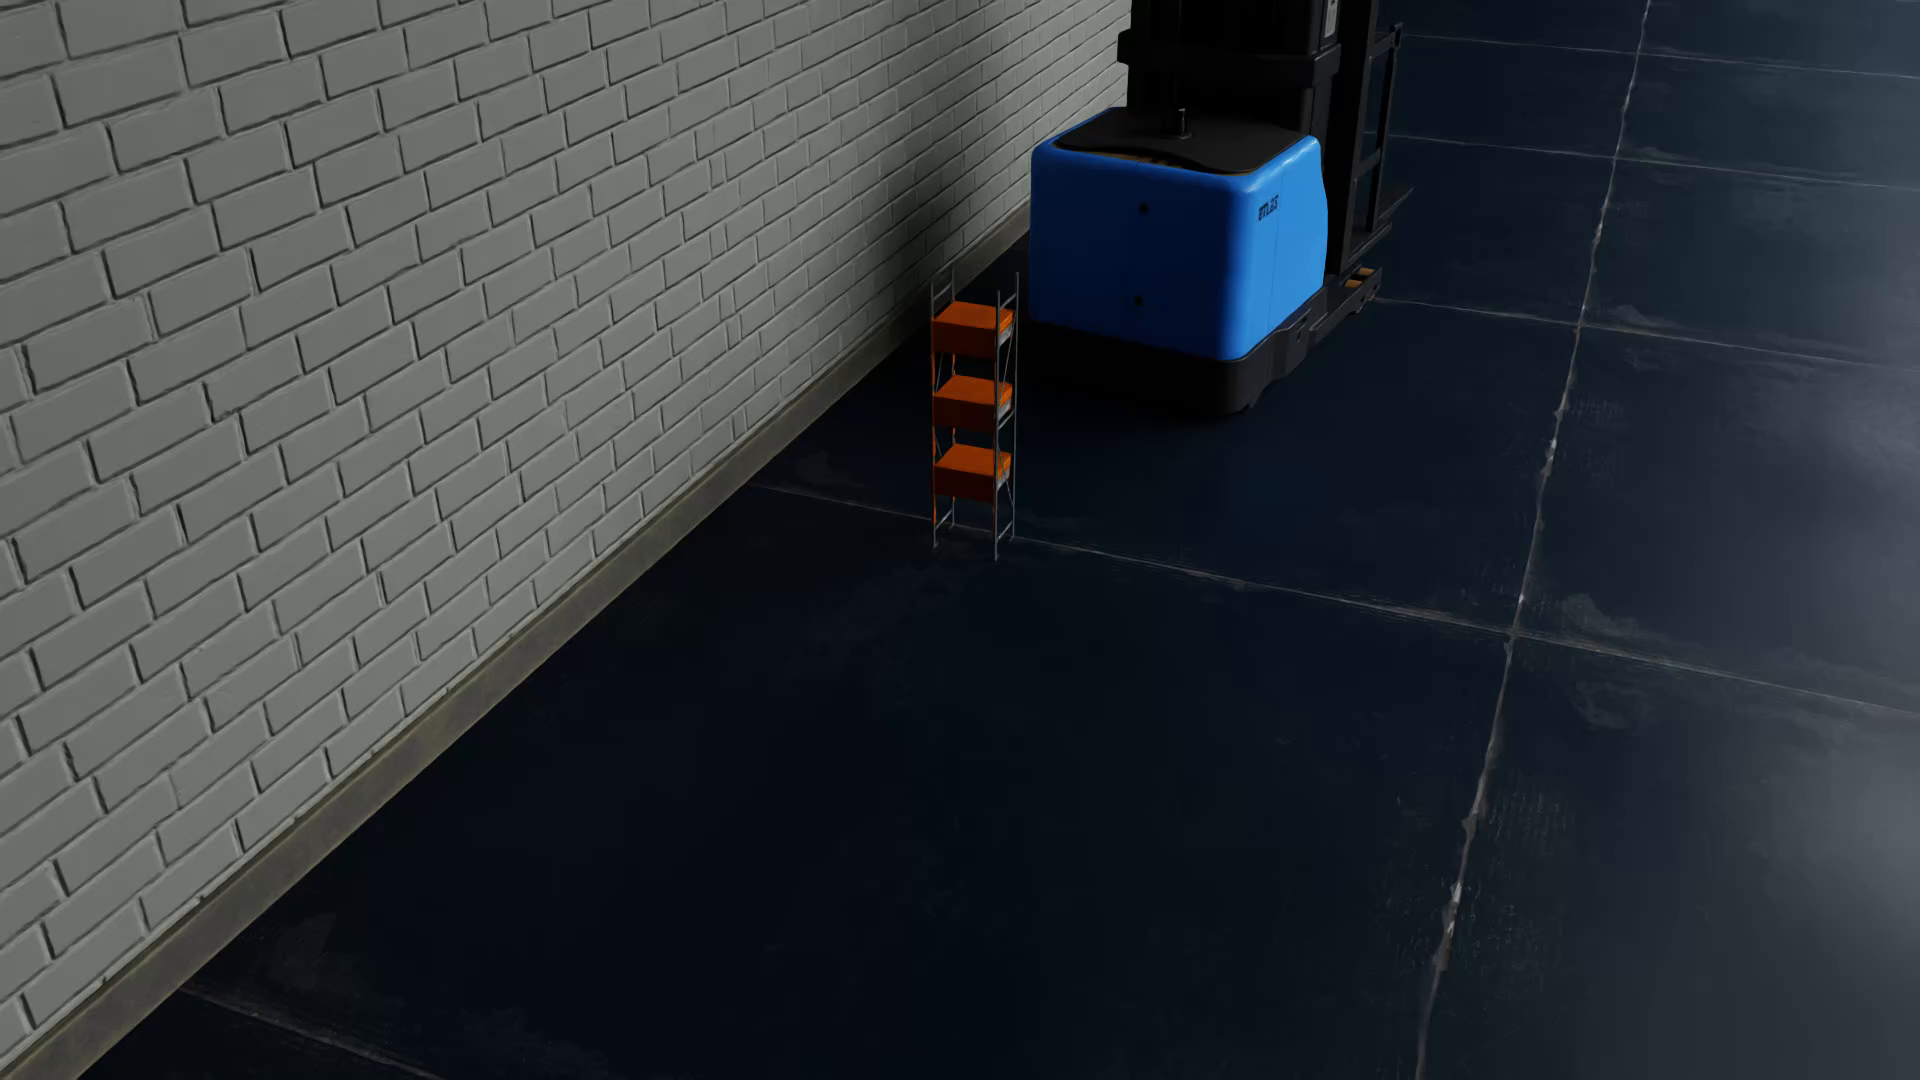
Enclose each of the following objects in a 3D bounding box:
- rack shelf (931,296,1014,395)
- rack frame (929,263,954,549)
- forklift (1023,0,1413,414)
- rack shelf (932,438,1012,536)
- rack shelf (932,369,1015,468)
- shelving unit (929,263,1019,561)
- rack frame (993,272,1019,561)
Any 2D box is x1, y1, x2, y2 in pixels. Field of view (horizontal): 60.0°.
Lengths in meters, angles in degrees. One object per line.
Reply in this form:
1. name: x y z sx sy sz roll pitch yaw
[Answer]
1. rack shelf: 0.050 -0.685 5.840 0.240 0.259 0.215 11 31 19
2. rack frame: -0.063 -0.470 6.014 0.008 1.050 0.200 11 31 19
3. forklift: 1.469 -2.501 7.696 1.130 2.935 3.031 16 33 26
4. rack shelf: 0.050 -0.196 6.116 0.240 0.259 0.215 11 31 19
5. rack shelf: 0.050 -0.438 5.979 0.240 0.259 0.215 11 31 19
6. shelving unit: 0.050 -0.447 5.974 0.252 1.050 0.215 11 31 19
7. rack frame: 0.163 -0.425 5.934 0.008 1.050 0.200 11 31 19
